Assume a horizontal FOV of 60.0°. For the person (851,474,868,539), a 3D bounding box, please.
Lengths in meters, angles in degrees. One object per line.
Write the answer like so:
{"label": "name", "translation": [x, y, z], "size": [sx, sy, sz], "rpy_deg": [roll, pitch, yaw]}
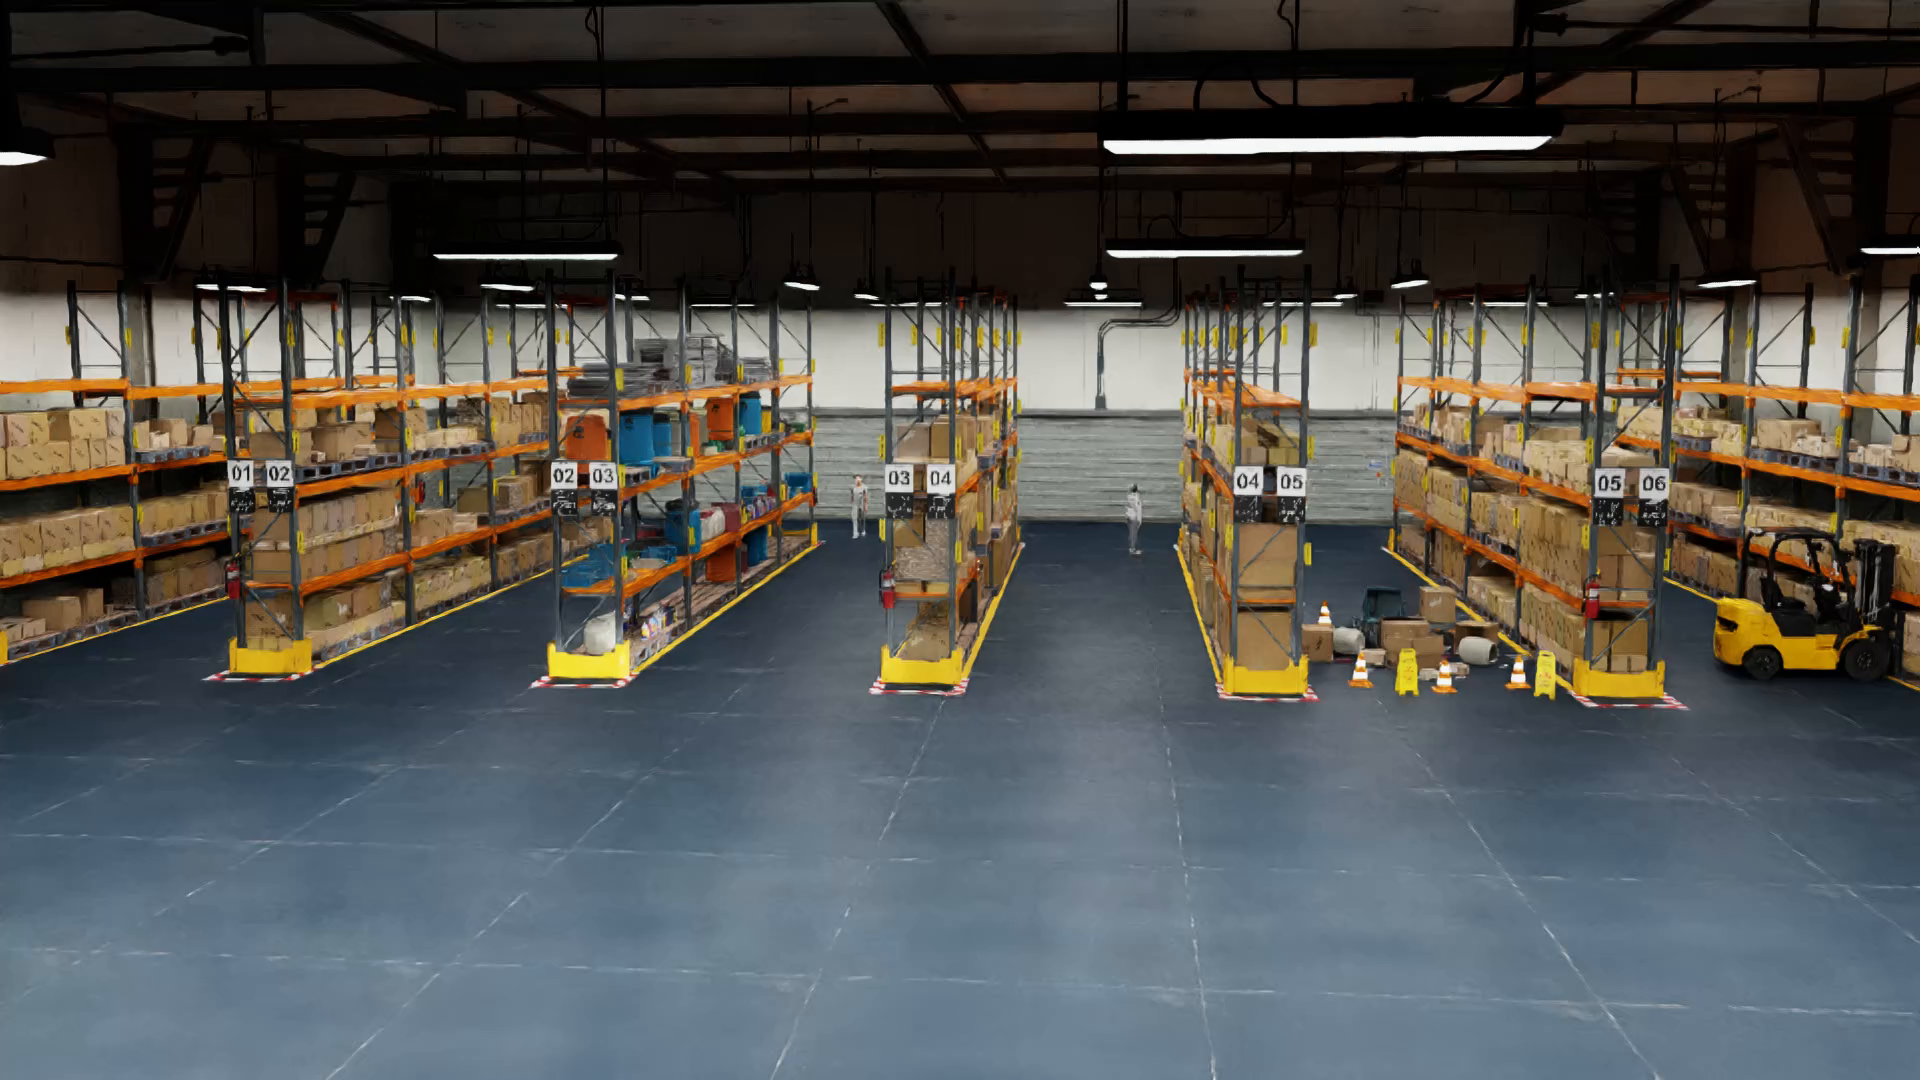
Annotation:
{"label": "person", "translation": [-2.513, -0.865, 41.699], "size": [0.455, 1.612, 1.019], "rpy_deg": [0, 7, 4]}

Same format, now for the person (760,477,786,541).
{"label": "person", "translation": [-4.545, -0.655, 39.336], "size": [0.585, 1.686, 0.982], "rpy_deg": [3, 8, 26]}

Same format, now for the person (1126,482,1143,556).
{"label": "person", "translation": [4.037, -0.495, 38.337], "size": [0.409, 1.676, 0.532], "rpy_deg": [-3, 8, -26]}

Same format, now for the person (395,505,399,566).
{"label": "person", "translation": [-12.420, -0.215, 35.996], "size": [0.591, 1.716, 1.042], "rpy_deg": [0, 7, 4]}

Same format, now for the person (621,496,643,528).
{"label": "person", "translation": [-8.701, -1.079, 43.766], "size": [0.458, 1.531, 0.875], "rpy_deg": [4, 8, 28]}
